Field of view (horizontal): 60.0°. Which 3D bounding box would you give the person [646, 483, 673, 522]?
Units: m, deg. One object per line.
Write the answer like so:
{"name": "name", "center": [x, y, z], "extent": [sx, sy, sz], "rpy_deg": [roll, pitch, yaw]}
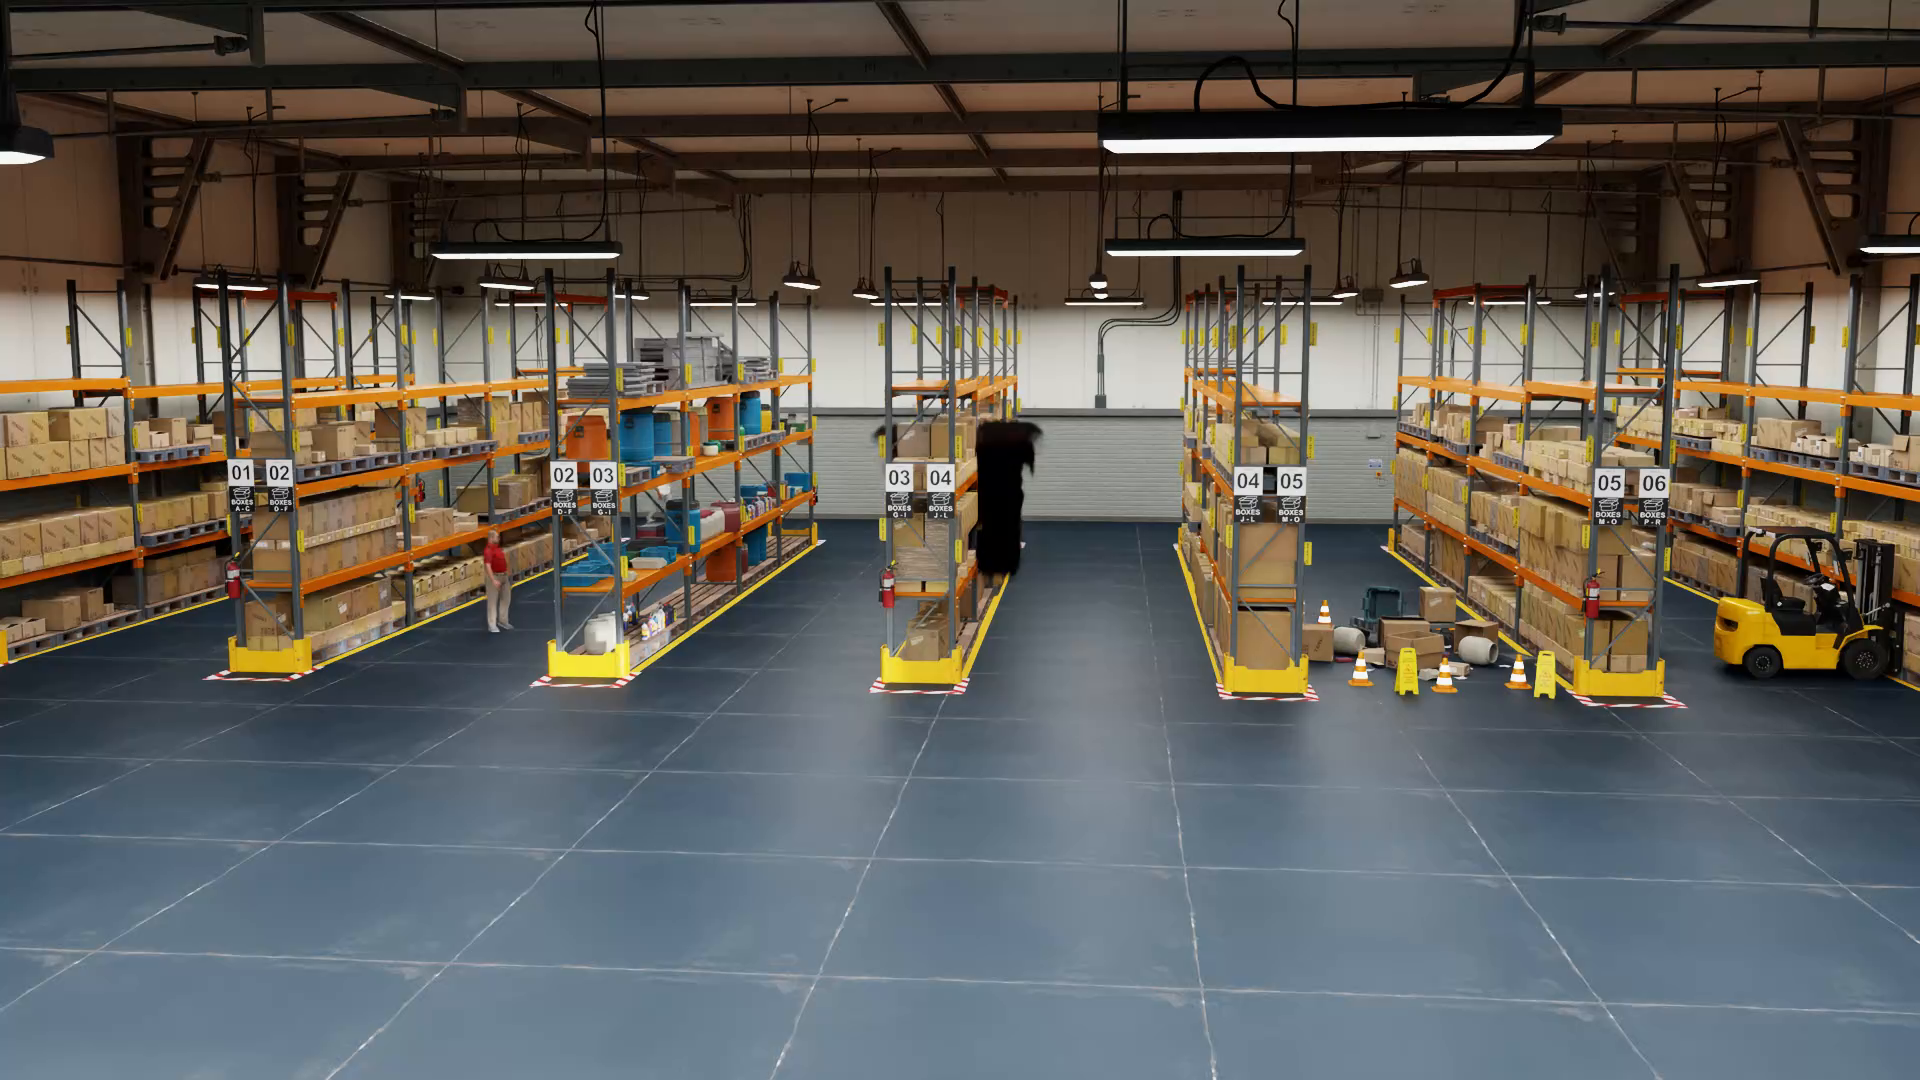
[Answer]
{"name": "person", "center": [-7.947, -1.256, 44.543], "extent": [0.971, 1.728, 0.646], "rpy_deg": [3, 8, 25]}

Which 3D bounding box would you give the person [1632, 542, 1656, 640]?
{"name": "person", "center": [11.256, 0.865, 27.425], "extent": [0.540, 1.691, 0.444], "rpy_deg": [-6, 9, -39]}

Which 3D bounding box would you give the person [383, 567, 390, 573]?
{"name": "person", "center": [-12.147, -0.086, 35.082], "extent": [0.436, 1.649, 0.665], "rpy_deg": [0, 7, 2]}

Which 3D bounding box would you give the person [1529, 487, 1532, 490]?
{"name": "person", "center": [12.871, -0.381, 37.755], "extent": [0.440, 1.638, 0.499], "rpy_deg": [1, 7, 5]}

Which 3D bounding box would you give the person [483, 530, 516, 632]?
{"name": "person", "center": [-7.891, 0.711, 28.448], "extent": [0.504, 1.779, 0.671], "rpy_deg": [4, 8, 32]}
